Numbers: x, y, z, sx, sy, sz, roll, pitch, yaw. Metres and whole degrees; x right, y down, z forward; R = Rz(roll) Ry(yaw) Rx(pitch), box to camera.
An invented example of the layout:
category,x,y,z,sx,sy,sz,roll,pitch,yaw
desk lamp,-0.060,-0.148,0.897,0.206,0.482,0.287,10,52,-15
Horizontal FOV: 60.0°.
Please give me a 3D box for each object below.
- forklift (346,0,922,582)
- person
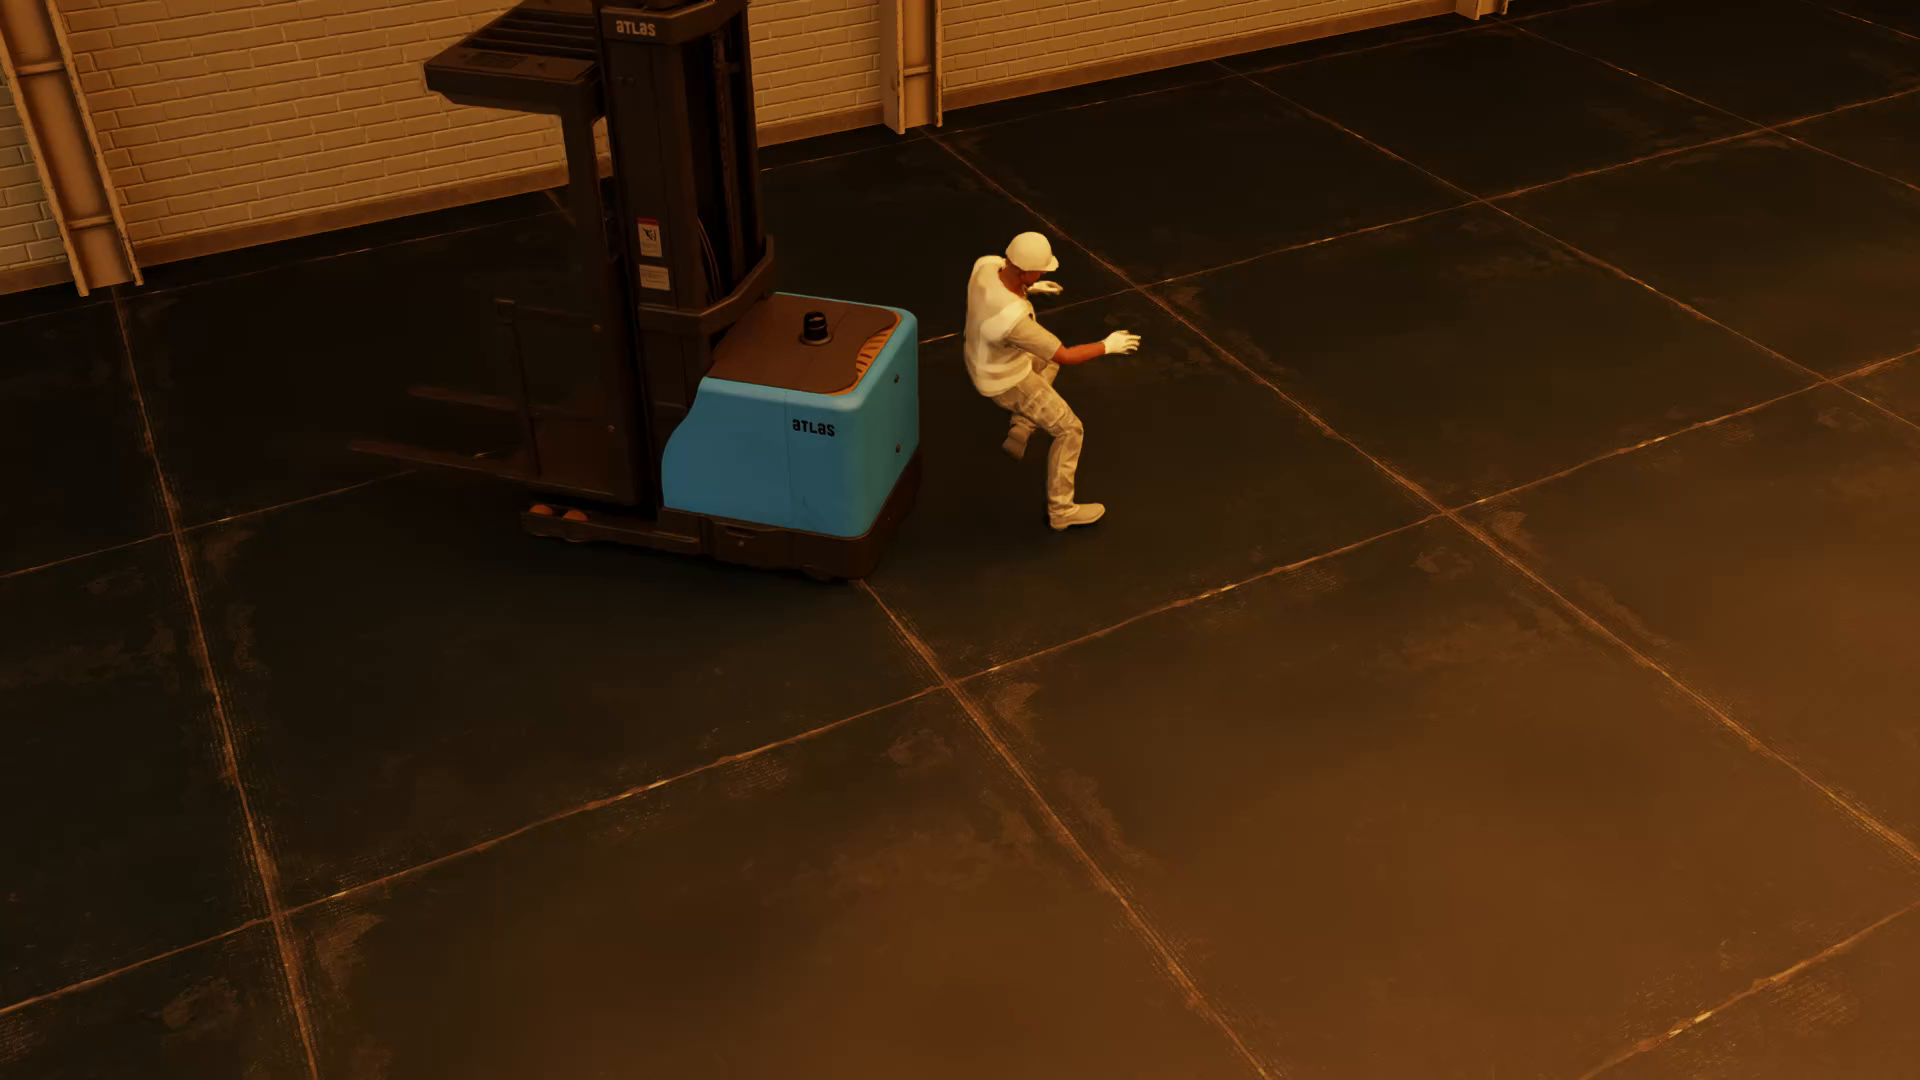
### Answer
category,x,y,z,sx,sy,sz,roll,pitch,yaw
forklift,-1.779,-1.465,8.195,3.031,2.935,1.130,9,36,13
person,0.460,-0.930,8.640,0.829,1.559,0.906,-9,36,-13
